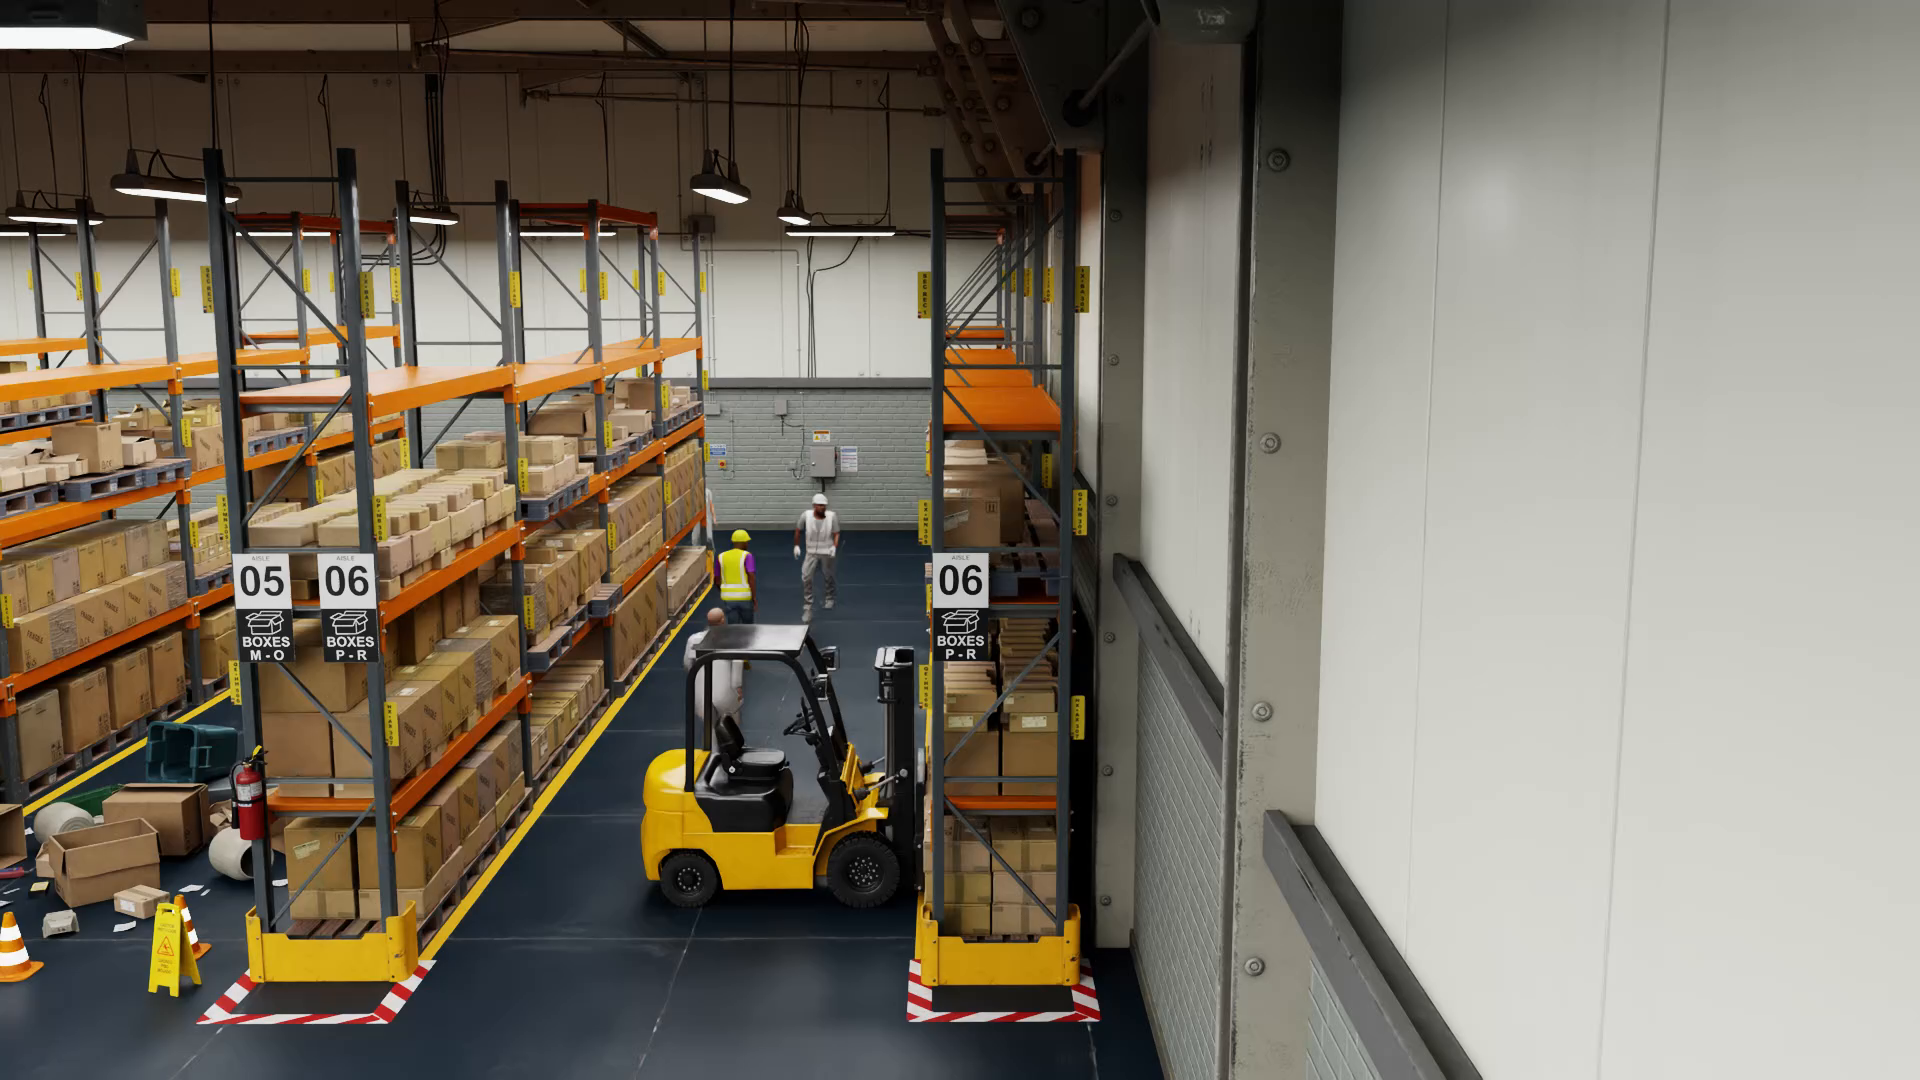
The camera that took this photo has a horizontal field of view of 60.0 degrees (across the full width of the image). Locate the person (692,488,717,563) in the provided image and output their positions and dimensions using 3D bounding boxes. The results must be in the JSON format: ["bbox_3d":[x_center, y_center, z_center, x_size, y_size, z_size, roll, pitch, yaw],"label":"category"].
[{"bbox_3d":[-4.581,-0.349,29.454,0.526,1.664,0.540,0,9,3],"label":"person"}]

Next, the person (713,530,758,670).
[{"bbox_3d":[-2.806,0.784,20.829,0.576,1.809,0.747,-1,9,-3],"label":"person"}]

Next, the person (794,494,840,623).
[{"bbox_3d":[-2.056,0.235,24.045,0.756,1.851,0.731,4,10,25],"label":"person"}]

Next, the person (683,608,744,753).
[{"bbox_3d":[-2.528,1.570,17.309,0.689,1.755,0.729,1,9,3],"label":"person"}]
